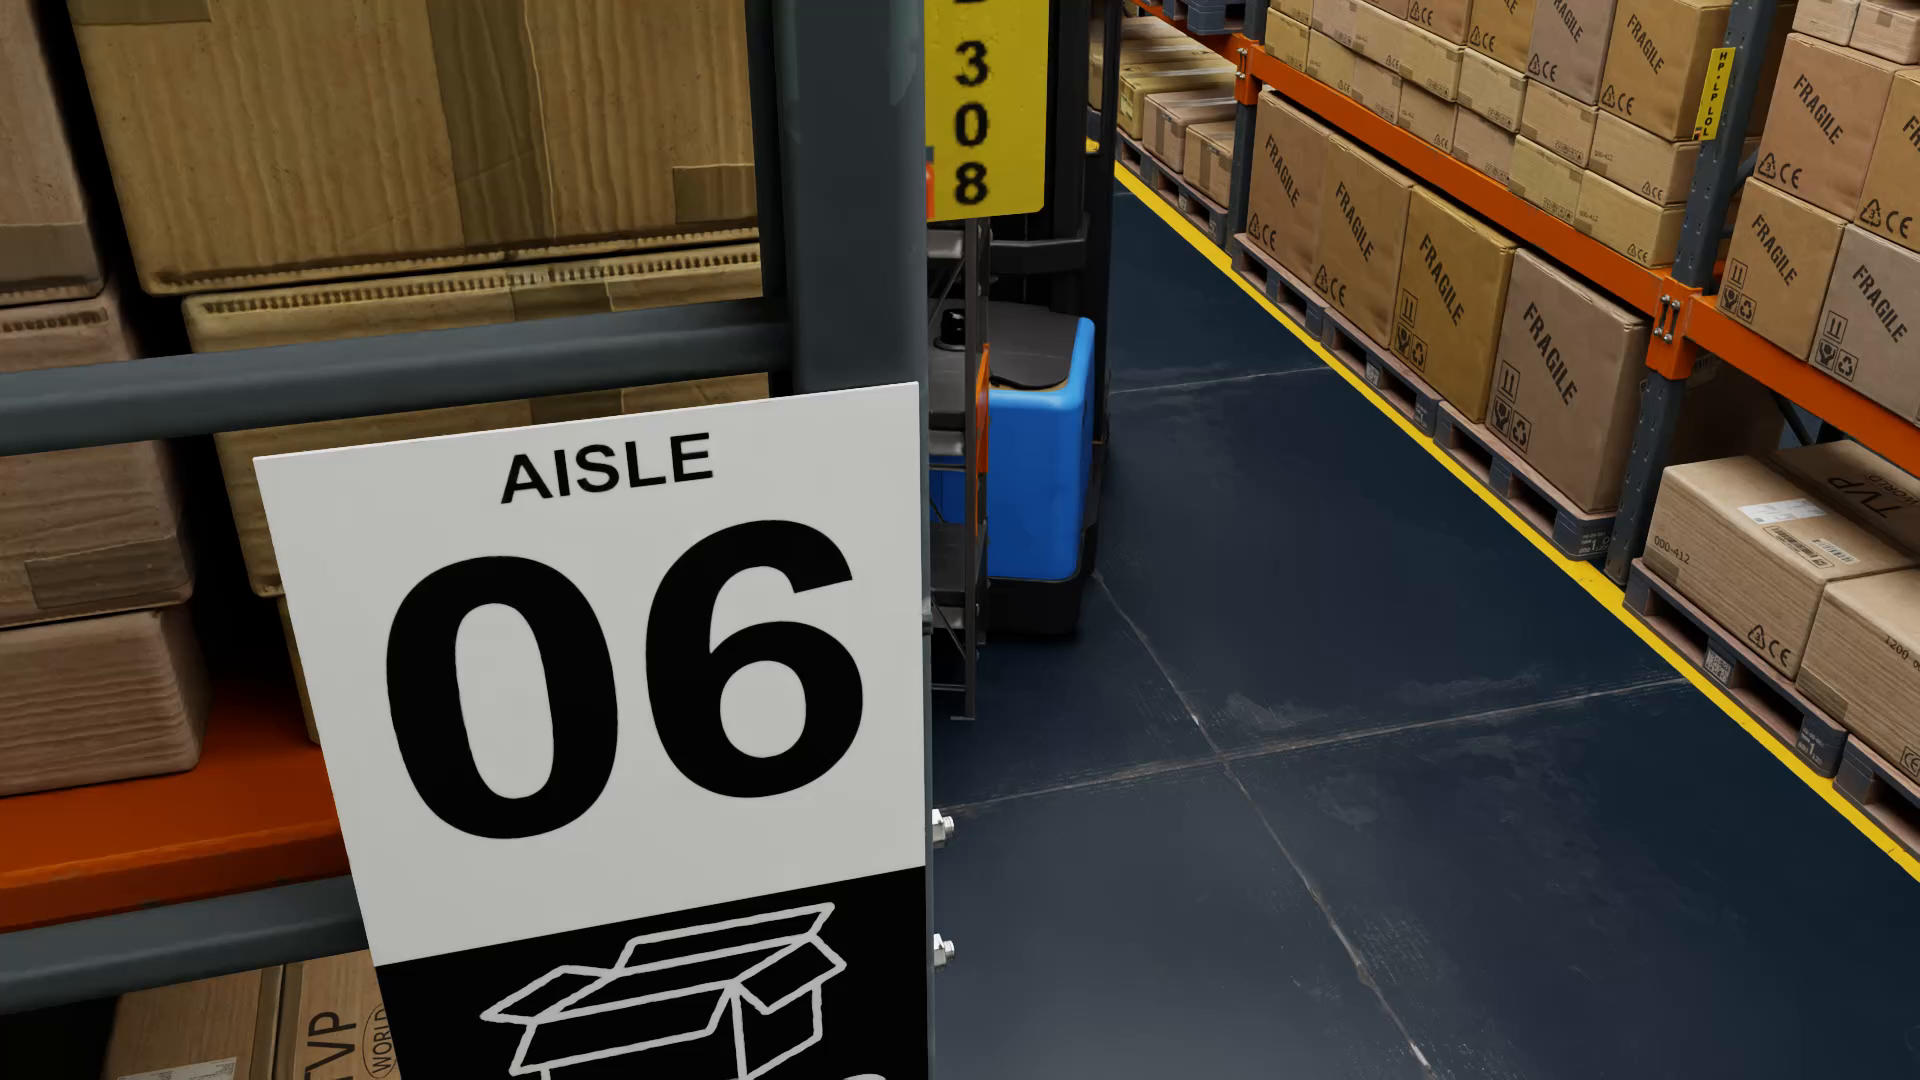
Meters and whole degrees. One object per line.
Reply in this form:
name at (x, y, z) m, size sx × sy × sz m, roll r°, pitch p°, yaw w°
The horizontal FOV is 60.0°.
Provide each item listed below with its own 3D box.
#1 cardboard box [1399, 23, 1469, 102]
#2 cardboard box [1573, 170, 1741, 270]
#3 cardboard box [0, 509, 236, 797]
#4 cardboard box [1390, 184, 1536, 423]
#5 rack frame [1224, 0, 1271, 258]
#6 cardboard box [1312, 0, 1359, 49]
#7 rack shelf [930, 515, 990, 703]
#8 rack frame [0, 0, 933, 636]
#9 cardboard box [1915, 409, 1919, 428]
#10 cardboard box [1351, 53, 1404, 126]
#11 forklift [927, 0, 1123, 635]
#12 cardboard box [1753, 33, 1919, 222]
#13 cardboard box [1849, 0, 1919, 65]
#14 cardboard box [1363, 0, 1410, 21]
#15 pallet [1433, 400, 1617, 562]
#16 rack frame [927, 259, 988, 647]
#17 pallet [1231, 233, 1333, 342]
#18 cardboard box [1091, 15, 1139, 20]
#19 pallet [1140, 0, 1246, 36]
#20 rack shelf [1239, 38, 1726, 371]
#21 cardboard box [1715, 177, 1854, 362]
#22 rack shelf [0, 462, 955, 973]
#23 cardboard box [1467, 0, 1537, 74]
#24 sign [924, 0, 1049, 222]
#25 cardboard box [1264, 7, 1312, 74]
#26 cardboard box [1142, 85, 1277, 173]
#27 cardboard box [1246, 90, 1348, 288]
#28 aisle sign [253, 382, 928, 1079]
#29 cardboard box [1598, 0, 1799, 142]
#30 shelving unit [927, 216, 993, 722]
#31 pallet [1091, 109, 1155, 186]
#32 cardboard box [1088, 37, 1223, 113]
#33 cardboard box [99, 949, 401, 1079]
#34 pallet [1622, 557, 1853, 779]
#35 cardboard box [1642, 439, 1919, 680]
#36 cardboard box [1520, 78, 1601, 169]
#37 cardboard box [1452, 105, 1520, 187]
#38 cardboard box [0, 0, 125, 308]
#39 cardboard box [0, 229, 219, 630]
cardboard box at (2.419, -2.261, 7.813) m, size 0.500 × 0.250 × 0.500 m, roll -7°, pitch 31°, yaw -12°
cardboard box at (2.843, -1.313, 6.673) m, size 0.500 × 0.250 × 0.500 m, roll -9°, pitch 31°, yaw -14°
cardboard box at (-0.825, 0.086, 1.364) m, size 0.380 × 0.149 × 0.250 m, roll -7°, pitch 31°, yaw -12°
cardboard box at (2.717, -1.181, 7.997) m, size 0.875 × 0.875 × 0.875 m, roll -7°, pitch 31°, yaw -12°
rack frame at (2.144, -3.126, 9.657) m, size 1.000 × 3.000 × 0.127 m, roll -8°, pitch 31°, yaw -13°
cardboard box at (2.176, -2.751, 8.658) m, size 0.500 × 0.250 × 0.500 m, roll -7°, pitch 31°, yaw -12°
rack shelf at (-0.123, 0.242, 6.151) m, size 0.431 × 0.518 × 0.480 m, roll 3°, pitch 31°, yaw 5°
rack frame at (-0.517, -1.197, 0.335) m, size 1.000 × 3.000 × 0.127 m, roll -8°, pitch 31°, yaw -13°
cardboard box at (3.333, -0.492, 5.005) m, size 0.500 × 0.500 × 0.500 m, roll -8°, pitch 31°, yaw -13°
cardboard box at (2.318, -2.292, 8.365) m, size 0.500 × 0.250 × 0.500 m, roll -7°, pitch 31°, yaw -12°
forklift at (0.129, -1.617, 7.119) m, size 1.130 × 2.935 × 3.031 m, roll 4°, pitch 30°, yaw 7°
cardboard box at (3.098, -1.408, 5.591) m, size 0.500 × 0.500 × 0.500 m, roll -8°, pitch 31°, yaw -13°
cardboard box at (3.123, -1.643, 5.348) m, size 0.380 × 0.149 × 0.250 m, roll -7°, pitch 31°, yaw -13°
cardboard box at (2.302, -2.841, 8.067) m, size 0.500 × 0.500 × 0.500 m, roll -7°, pitch 31°, yaw -12°
pallet at (2.928, -0.350, 7.644) m, size 1.003 × 0.211 × 1.213 m, roll -8°, pitch 31°, yaw -13°
rack frame at (-0.101, -0.495, 5.989) m, size 0.400 × 2.100 × 0.015 m, roll 3°, pitch 31°, yaw 5°
pallet at (2.280, -1.529, 9.680) m, size 1.003 × 0.211 × 1.213 m, roll -8°, pitch 31°, yaw -13°
cardboard box at (1.186, -4.371, 14.133) m, size 0.500 × 0.250 × 0.500 m, roll -9°, pitch 31°, yaw -16°
pallet at (1.852, -3.373, 10.275) m, size 1.213 × 0.211 × 1.003 m, roll -8°, pitch 31°, yaw -13°
rack shelf at (2.675, -1.849, 8.168) m, size 1.077 × 0.370 × 4.000 m, roll -8°, pitch 31°, yaw -13°
cardboard box at (3.078, -0.976, 5.843) m, size 0.500 × 0.500 × 0.500 m, roll -7°, pitch 31°, yaw -12°
rack shelf at (-1.048, -0.554, 2.936) m, size 1.077 × 0.370 × 4.000 m, roll -8°, pitch 31°, yaw -13°
cardboard box at (2.585, -2.349, 7.217) m, size 0.500 × 0.500 × 0.500 m, roll -7°, pitch 31°, yaw -12°
sign at (0.006, -0.349, 0.993) m, size 0.100 × 0.325 × 0.005 m, roll -8°, pitch 31°, yaw -13°
cardboard box at (2.031, -2.792, 9.228) m, size 0.500 × 0.250 × 0.500 m, roll -8°, pitch 31°, yaw -14°
cardboard box at (1.800, -2.800, 11.298) m, size 0.950 × 0.372 × 0.625 m, roll -8°, pitch 31°, yaw -14°
cardboard box at (2.247, -2.044, 9.489) m, size 0.875 × 0.875 × 0.875 m, roll -8°, pitch 31°, yaw -14°
aisle sign at (-0.216, 0.268, 1.198) m, size 0.394 × 0.787 × 0.004 m, roll -8°, pitch 31°, yaw -13°
cardboard box at (2.845, -1.853, 6.359) m, size 0.500 × 0.500 × 0.500 m, roll -7°, pitch 31°, yaw -12°
shelving unit at (-0.124, -0.369, 5.781) m, size 0.431 × 2.100 × 0.503 m, roll 3°, pitch 31°, yaw 5°
pallet at (1.618, -2.885, 12.024) m, size 1.003 × 0.211 × 1.213 m, roll -8°, pitch 31°, yaw -13°
cardboard box at (1.418, -3.503, 12.512) m, size 0.950 × 0.372 × 0.625 m, roll -6°, pitch 31°, yaw -10°
cardboard box at (-1.031, 0.899, 2.555) m, size 0.500 × 0.250 × 0.500 m, roll -8°, pitch 31°, yaw -13°
pallet at (3.332, 0.390, 6.365) m, size 1.003 × 0.211 × 1.213 m, roll -8°, pitch 31°, yaw -13°
cardboard box at (3.269, 0.050, 6.307) m, size 0.875 × 0.438 × 0.875 m, roll -8°, pitch 31°, yaw -14°
cardboard box at (2.714, -1.767, 6.959) m, size 0.500 × 0.250 × 0.500 m, roll -7°, pitch 31°, yaw -12°
cardboard box at (2.594, -1.805, 7.524) m, size 0.500 × 0.250 × 0.500 m, roll -9°, pitch 31°, yaw -15°
cardboard box at (-0.905, -0.357, 1.231) m, size 0.500 × 0.250 × 0.500 m, roll -9°, pitch 31°, yaw -15°
cardboard box at (-0.898, -0.141, 1.359) m, size 0.500 × 0.250 × 0.500 m, roll -8°, pitch 31°, yaw -14°
